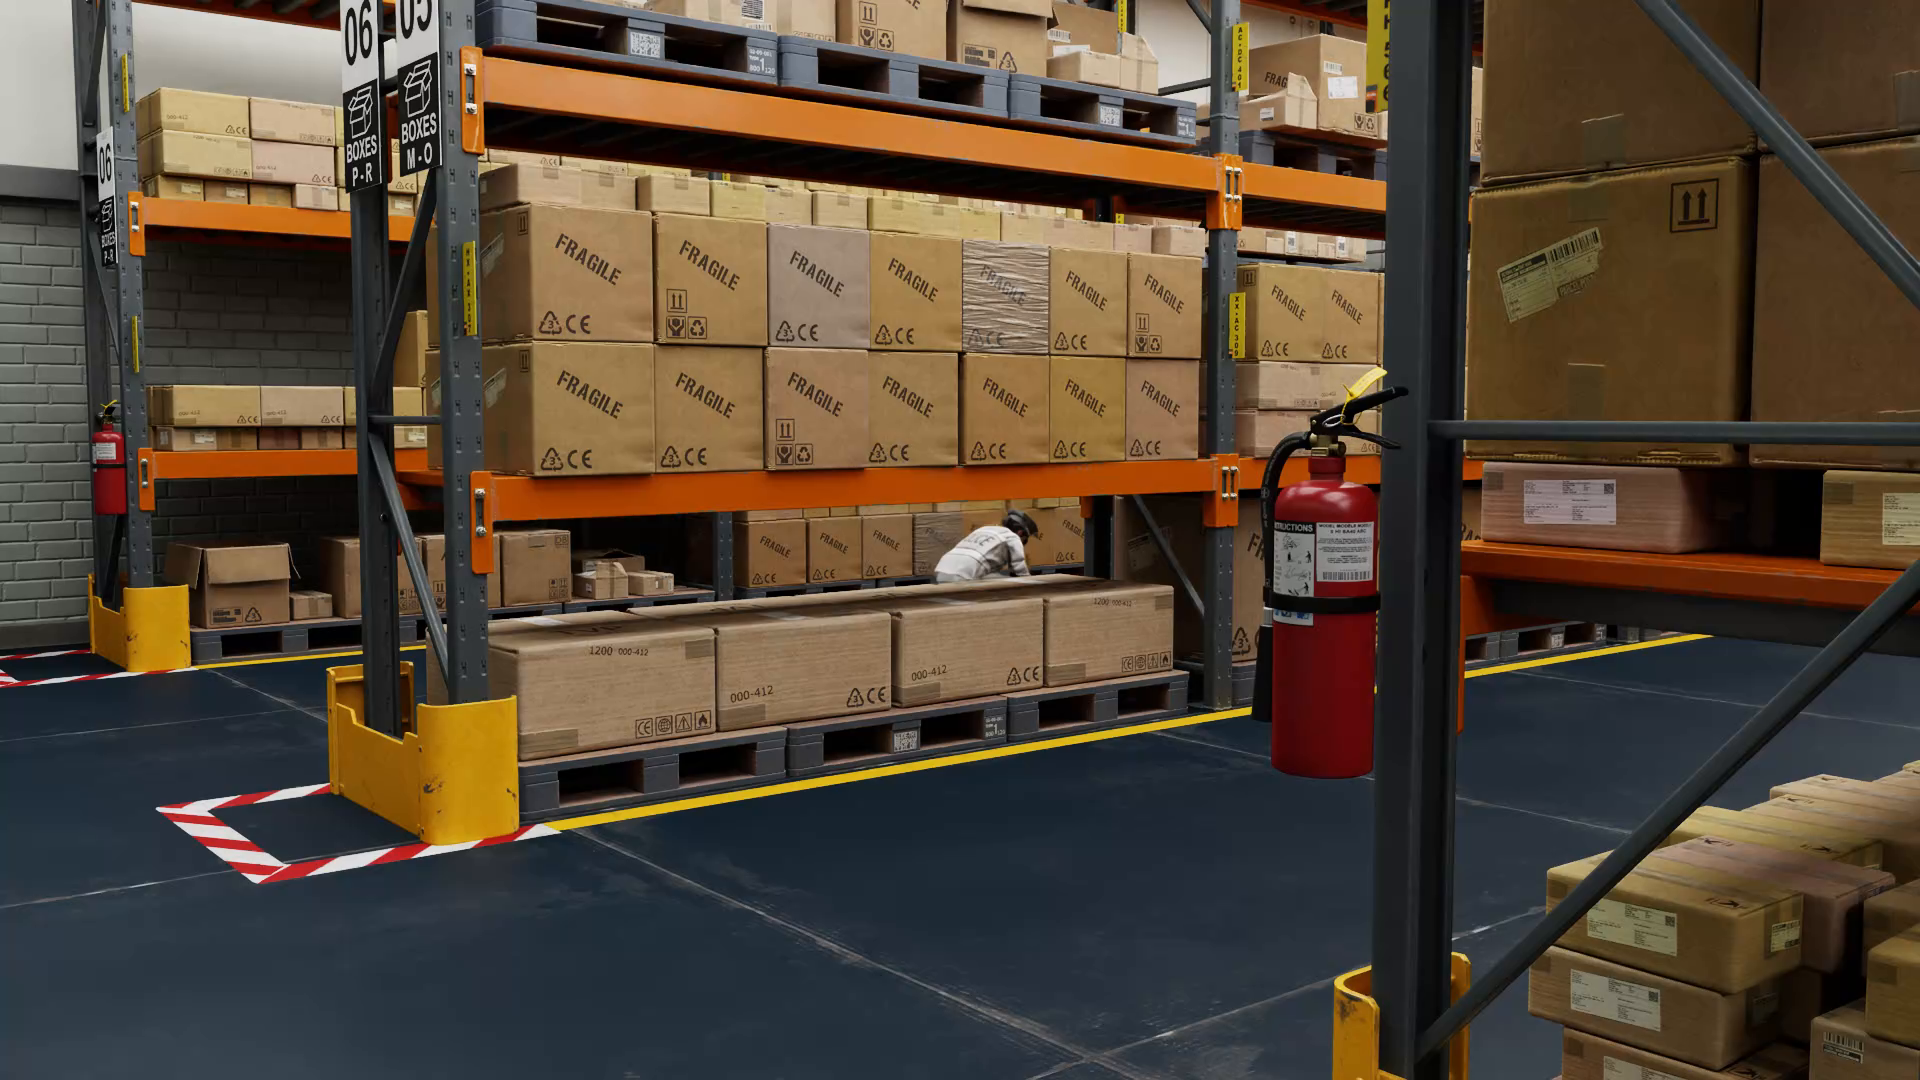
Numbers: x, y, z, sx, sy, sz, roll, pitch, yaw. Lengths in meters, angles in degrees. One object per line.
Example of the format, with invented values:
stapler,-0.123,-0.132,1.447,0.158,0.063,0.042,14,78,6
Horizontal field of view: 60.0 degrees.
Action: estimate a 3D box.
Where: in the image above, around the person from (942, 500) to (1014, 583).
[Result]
person,0.117,-0.175,11.330,0.464,1.690,0.494,-4,6,-39
